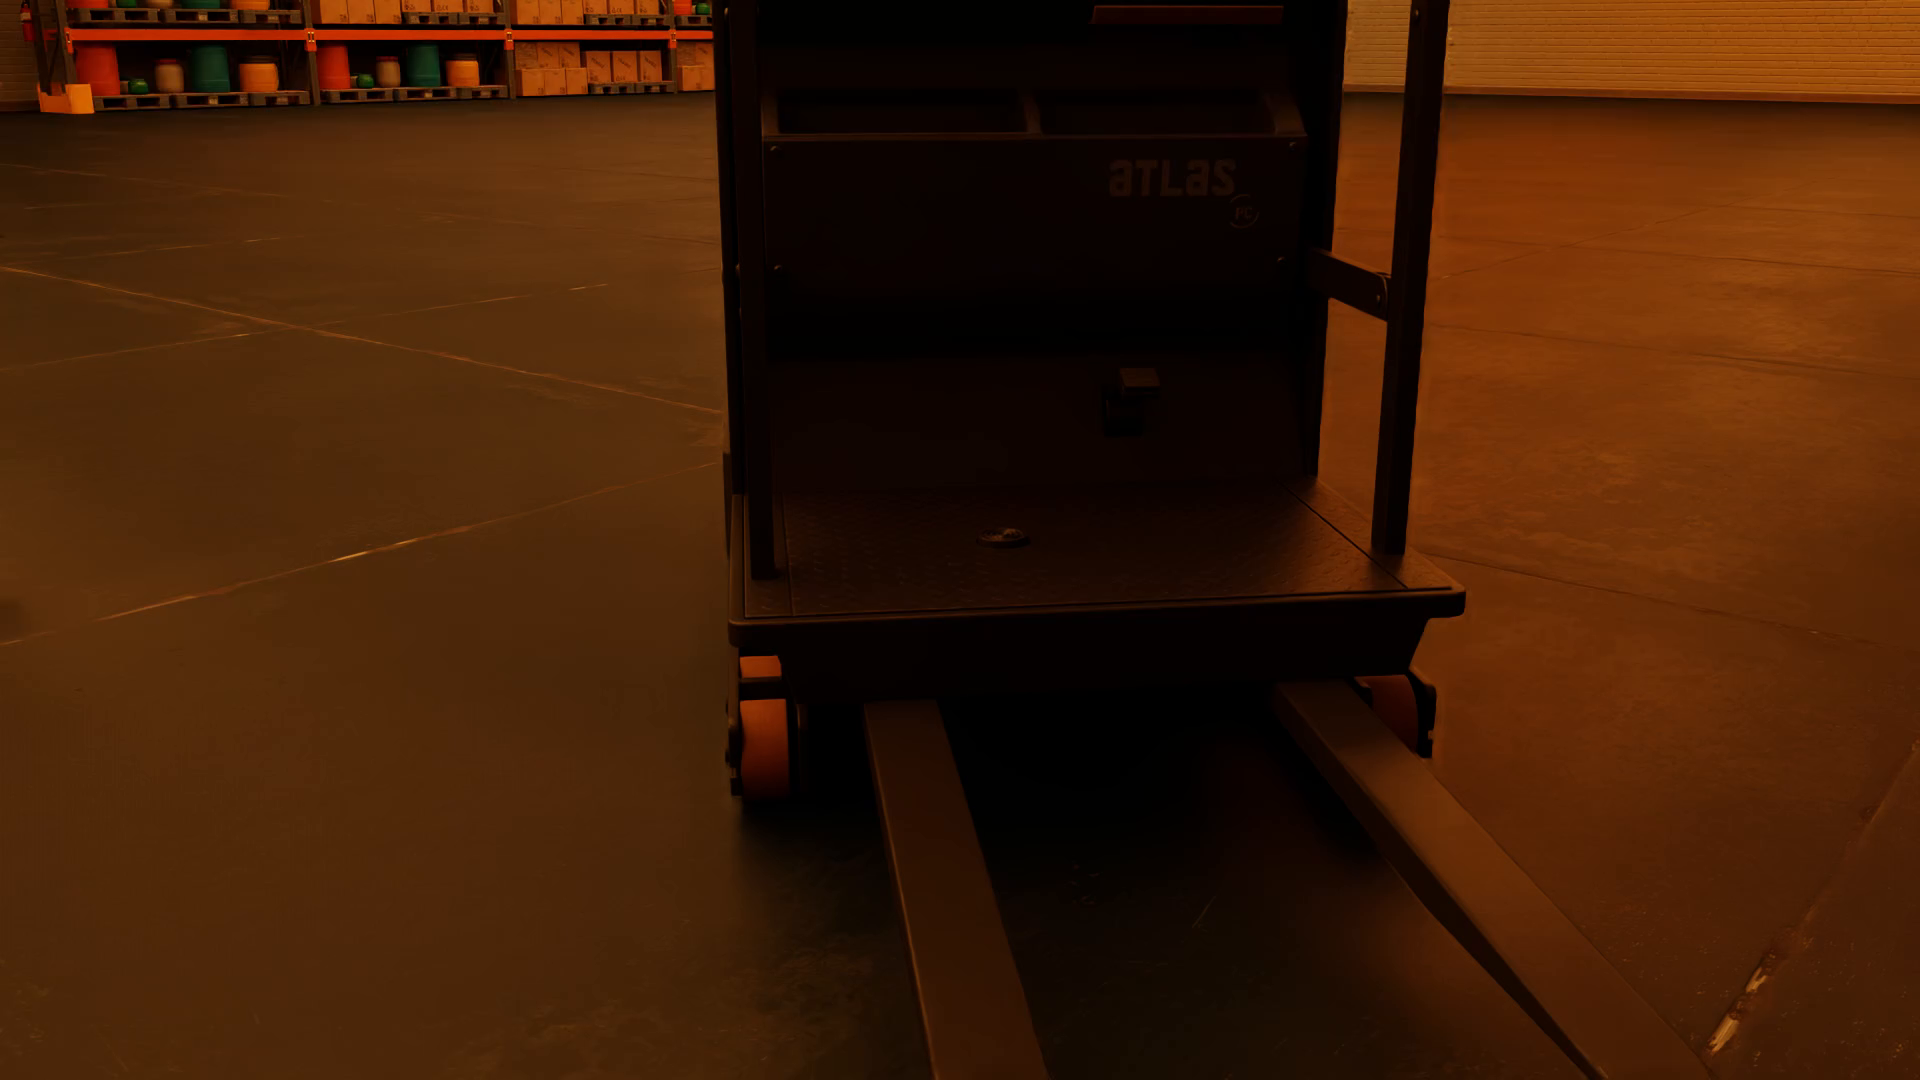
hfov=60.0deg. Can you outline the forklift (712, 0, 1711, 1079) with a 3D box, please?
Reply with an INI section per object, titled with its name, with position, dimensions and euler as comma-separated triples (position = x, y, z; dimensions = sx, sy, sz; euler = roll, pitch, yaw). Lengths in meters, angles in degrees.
[forklift]
position = 0.156, -1.099, 2.517
dimensions = 1.130, 2.935, 3.031
euler = -2, 17, -7
